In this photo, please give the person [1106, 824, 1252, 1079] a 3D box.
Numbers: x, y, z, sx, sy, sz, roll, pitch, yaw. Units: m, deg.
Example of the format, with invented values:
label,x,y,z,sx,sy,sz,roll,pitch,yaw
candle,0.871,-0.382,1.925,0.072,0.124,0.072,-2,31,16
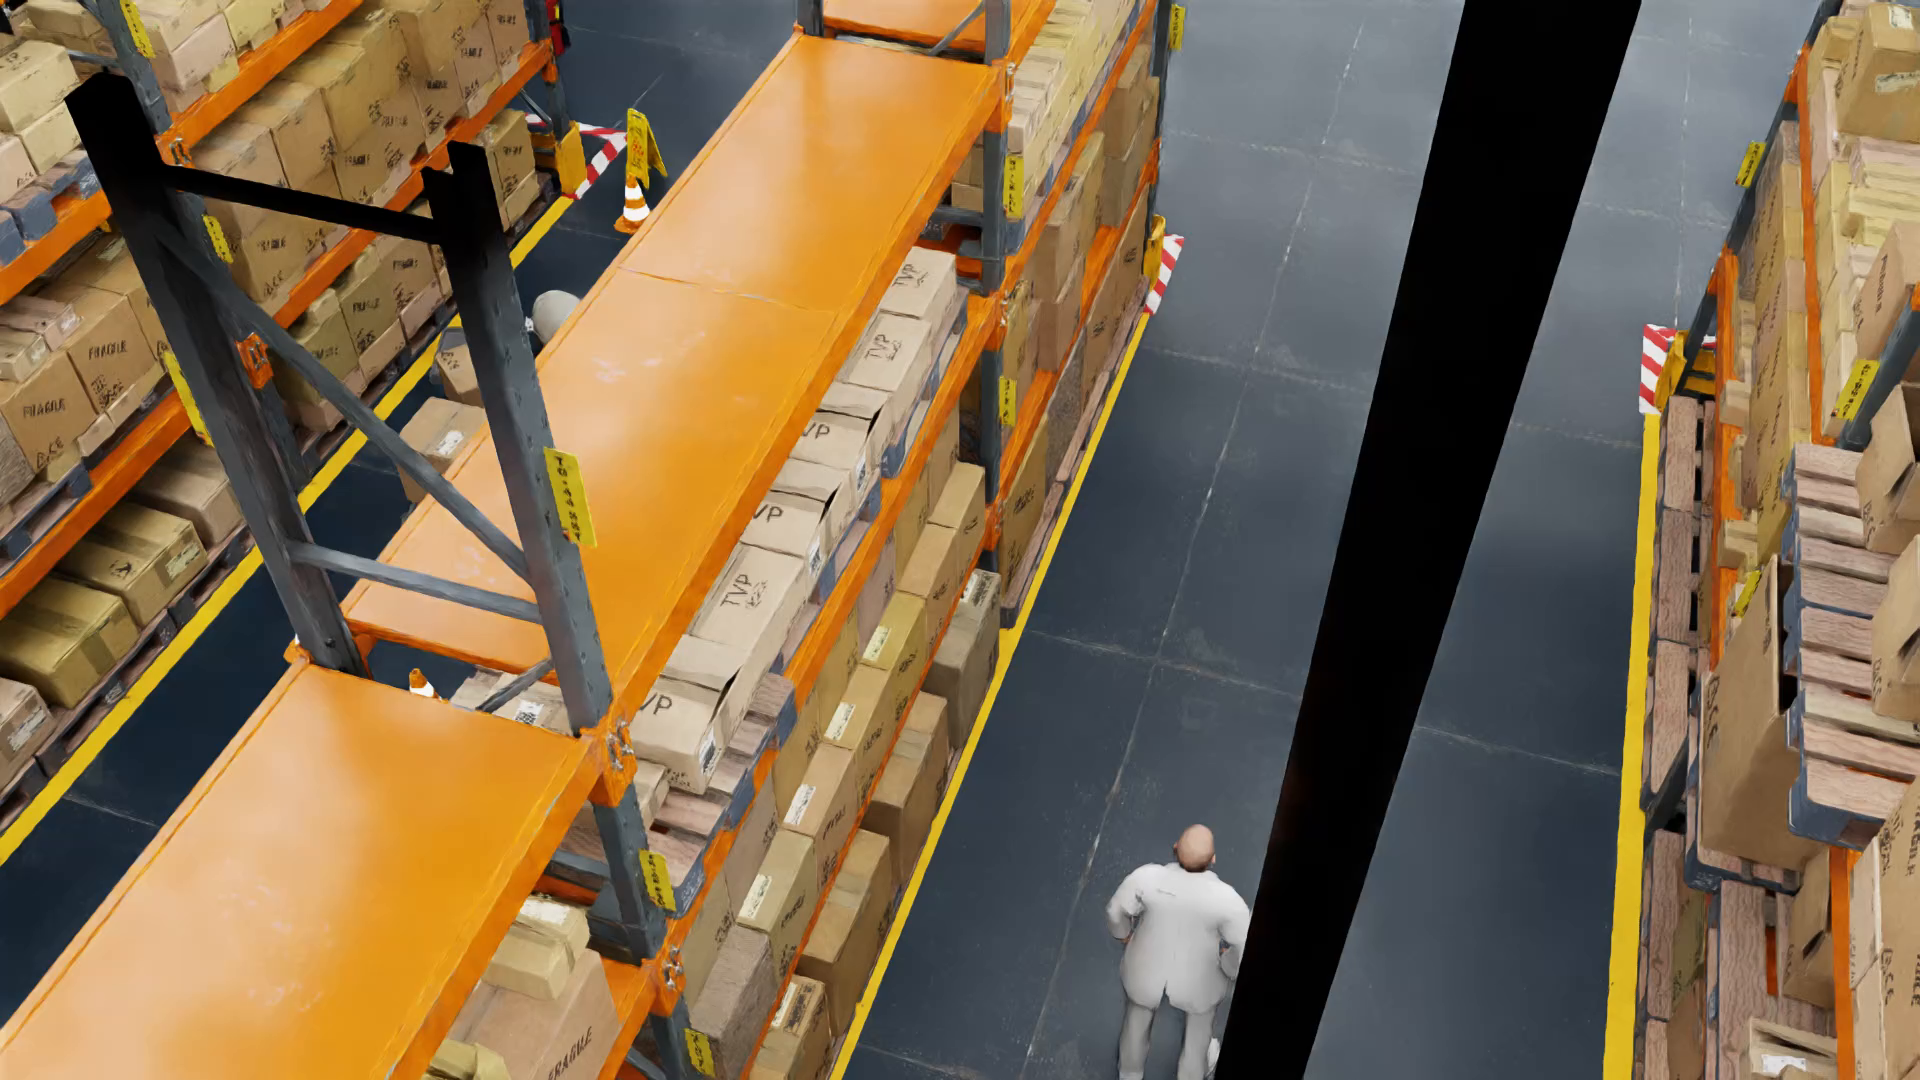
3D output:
label,x,y,z,sx,sy,sz,roll,pitch,yaw
person,1.033,2.025,7.955,0.729,1.733,0.546,13,47,12
